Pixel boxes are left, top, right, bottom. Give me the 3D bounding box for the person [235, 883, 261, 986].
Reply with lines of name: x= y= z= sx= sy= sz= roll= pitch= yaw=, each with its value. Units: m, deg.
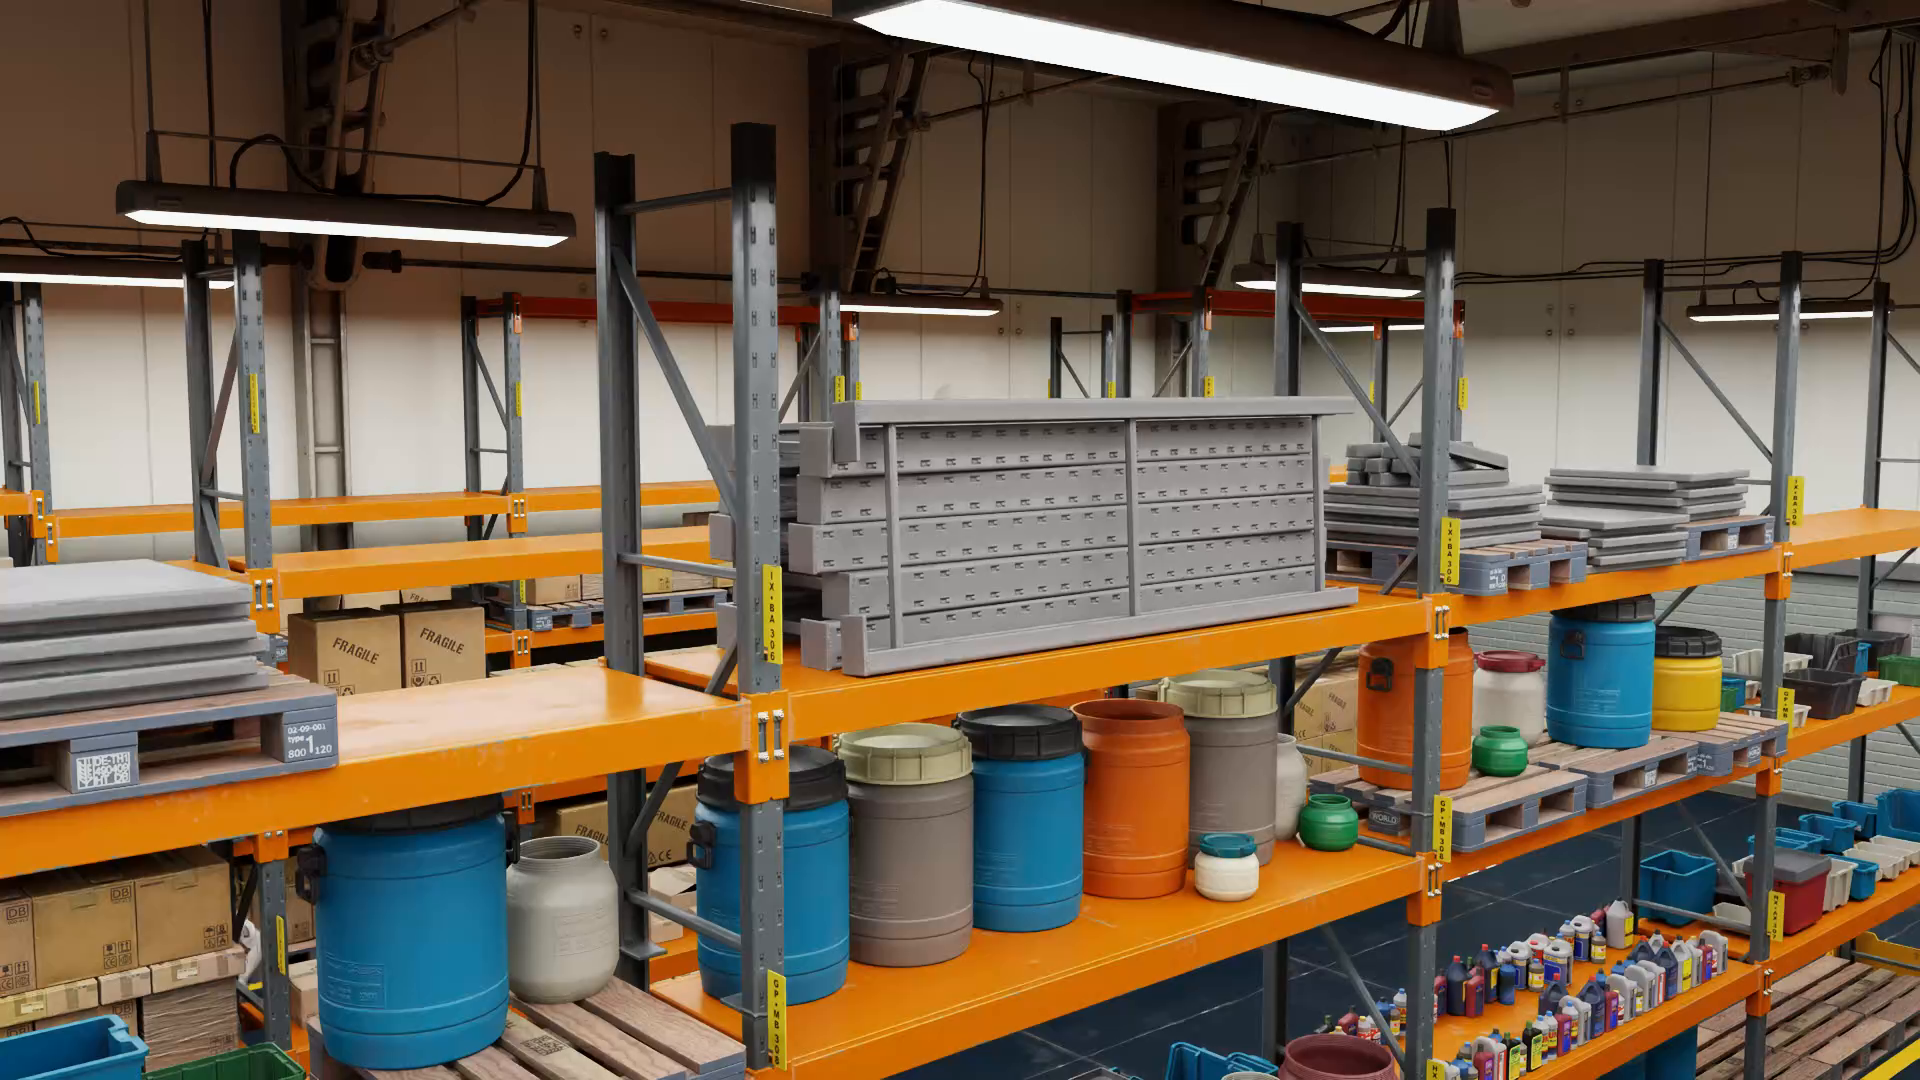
person: x=-5.351 y=3.204 z=11.931 sx=0.611 sy=1.662 sz=0.598 roll=5 pitch=7 yaw=43
